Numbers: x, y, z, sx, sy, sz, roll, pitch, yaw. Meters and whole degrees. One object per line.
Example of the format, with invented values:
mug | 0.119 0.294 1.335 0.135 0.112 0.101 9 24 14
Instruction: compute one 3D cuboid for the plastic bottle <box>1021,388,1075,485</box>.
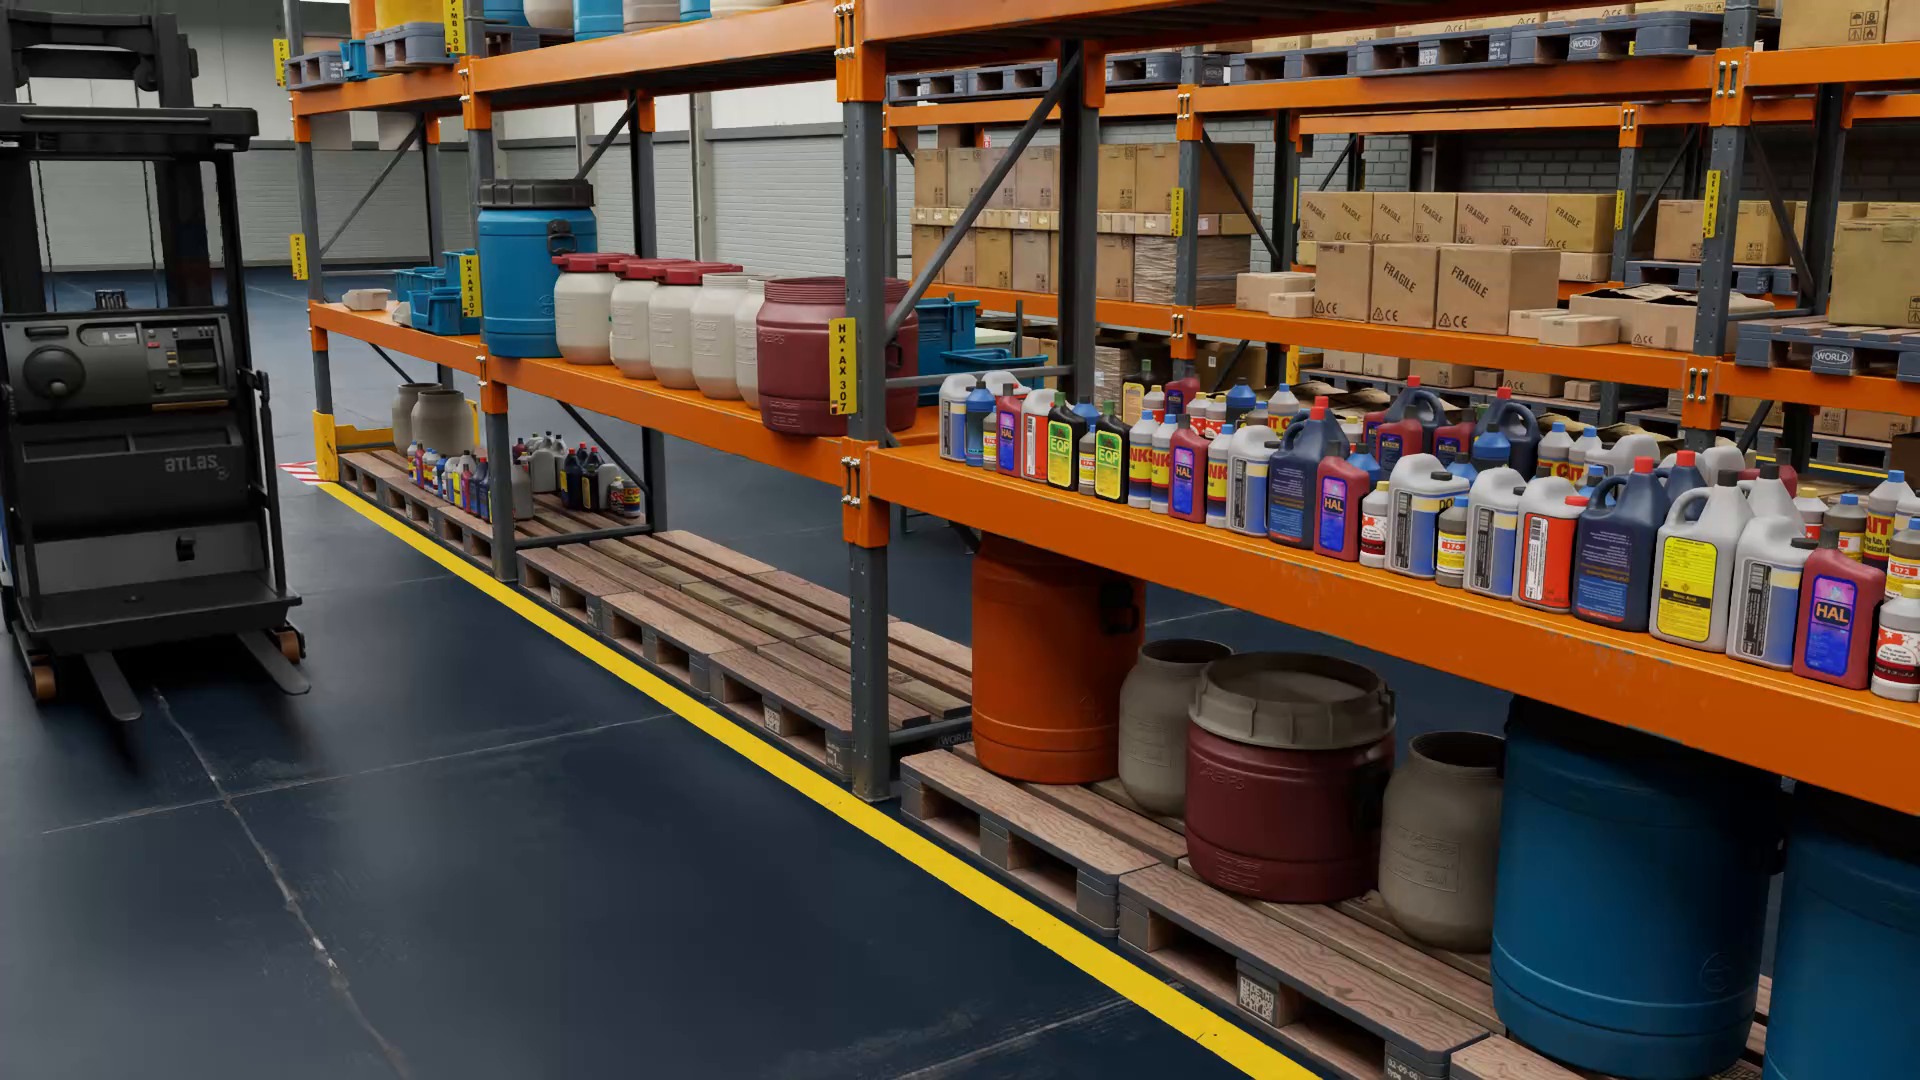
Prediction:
plastic bottle | 0.282 -0.320 5.096 0.152 0.276 0.135 -8 15 -33

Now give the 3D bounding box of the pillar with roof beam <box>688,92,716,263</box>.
pillar with roof beam | -8.578 -8.774 29.420 9.100 9.000 0.400 -8 15 -33

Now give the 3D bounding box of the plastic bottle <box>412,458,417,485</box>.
plastic bottle | -3.575 -0.471 11.016 0.097 0.201 0.097 0 12 0

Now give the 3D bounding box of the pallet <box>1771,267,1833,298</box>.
pallet | 7.172 -2.005 12.956 1.003 0.211 1.213 -8 15 -33

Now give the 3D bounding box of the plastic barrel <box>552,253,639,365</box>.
plastic barrel | -1.813 -1.160 8.327 0.433 0.535 0.433 0 12 0

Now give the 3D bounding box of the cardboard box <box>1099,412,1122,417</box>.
cardboard box | 1.257 -0.884 12.836 0.500 0.250 0.500 -8 15 -33

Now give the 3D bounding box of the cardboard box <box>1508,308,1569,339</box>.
cardboard box | 3.427 -1.261 9.697 0.380 0.149 0.250 -7 14 -29

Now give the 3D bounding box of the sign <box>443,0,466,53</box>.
sign | -2.625 -2.696 8.628 0.100 0.325 0.005 -8 15 -33

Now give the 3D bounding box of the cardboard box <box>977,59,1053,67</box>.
cardboard box | 0.441 -4.047 13.280 0.500 0.500 0.500 -8 15 -33

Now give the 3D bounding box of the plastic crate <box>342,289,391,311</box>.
plastic crate | -4.149 -1.675 11.618 0.298 0.136 0.250 -8 15 -33

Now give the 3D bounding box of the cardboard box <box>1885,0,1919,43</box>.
cardboard box | 4.733 -2.514 7.581 0.910 0.500 0.500 -8 15 -33

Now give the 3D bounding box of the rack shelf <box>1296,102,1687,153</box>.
rack shelf | 4.978 -3.932 15.984 1.077 0.370 4.000 -8 15 -33

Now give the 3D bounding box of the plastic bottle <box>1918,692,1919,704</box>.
plastic bottle | 1.784 0.162 2.891 0.152 0.276 0.135 -8 15 -33

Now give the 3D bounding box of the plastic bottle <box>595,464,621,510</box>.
plastic bottle | -2.174 -0.337 10.227 0.152 0.276 0.135 -7 14 -31

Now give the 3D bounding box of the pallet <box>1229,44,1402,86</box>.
pallet | 2.464 -3.092 10.906 0.805 0.209 1.217 -9 15 -35

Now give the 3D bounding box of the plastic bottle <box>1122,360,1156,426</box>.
plastic bottle | 0.635 -0.500 5.900 0.061 0.283 0.133 -8 15 -33

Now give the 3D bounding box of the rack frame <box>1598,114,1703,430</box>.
rack frame | 6.087 -2.462 14.601 1.000 3.000 0.127 -8 15 -33

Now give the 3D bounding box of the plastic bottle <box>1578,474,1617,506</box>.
plastic bottle | 1.396 -0.009 3.682 0.097 0.271 0.097 0 12 0

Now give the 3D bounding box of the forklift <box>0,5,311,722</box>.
forklift | -3.684 -0.846 7.370 1.130 2.935 3.031 -8 15 -32

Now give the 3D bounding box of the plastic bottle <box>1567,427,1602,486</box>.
plastic bottle | 1.649 -0.161 4.380 0.097 0.271 0.097 0 12 0

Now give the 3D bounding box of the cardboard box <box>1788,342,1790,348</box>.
cardboard box | 6.755 -1.616 13.795 0.500 0.250 0.500 -8 15 -34

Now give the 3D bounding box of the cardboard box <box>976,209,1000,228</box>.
cardboard box | 0.360 -2.674 13.815 0.380 0.149 0.250 -9 15 -35

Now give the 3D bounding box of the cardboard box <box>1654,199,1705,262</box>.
cardboard box | 6.340 -2.632 14.111 0.700 0.500 0.500 -8 15 -33

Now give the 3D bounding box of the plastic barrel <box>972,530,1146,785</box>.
plastic barrel | 0.340 0.362 5.784 0.600 0.830 0.708 -8 15 -33

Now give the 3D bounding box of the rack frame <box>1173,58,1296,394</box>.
rack frame | 1.965 -1.875 11.917 1.000 3.000 0.127 -8 15 -33

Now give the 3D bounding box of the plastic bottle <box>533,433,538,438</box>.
plastic bottle | -2.915 -0.596 11.393 0.061 0.283 0.133 -8 14 -31

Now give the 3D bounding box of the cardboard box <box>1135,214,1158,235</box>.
cardboard box | 1.500 -2.308 12.144 0.380 0.149 0.250 -8 15 -34

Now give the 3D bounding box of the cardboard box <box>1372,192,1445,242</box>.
cardboard box | 4.431 -3.174 16.406 0.500 0.500 0.500 -9 15 -35

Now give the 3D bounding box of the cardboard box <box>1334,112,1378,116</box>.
cardboard box | 4.115 -4.509 16.657 0.500 0.500 0.500 -7 14 -29

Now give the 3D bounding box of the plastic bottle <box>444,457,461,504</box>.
plastic bottle | -3.130 -0.376 10.403 0.152 0.276 0.135 -8 15 -32

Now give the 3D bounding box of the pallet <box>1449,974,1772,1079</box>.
pallet | 1.879 1.353 3.680 1.003 0.211 1.213 -8 15 -33

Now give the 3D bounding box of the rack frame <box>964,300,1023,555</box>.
rack frame | 0.199 -0.669 9.909 0.400 1.500 0.023 -8 15 -33

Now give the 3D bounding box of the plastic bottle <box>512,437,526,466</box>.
plastic bottle | -2.966 -0.554 11.201 0.061 0.283 0.133 -8 15 -33

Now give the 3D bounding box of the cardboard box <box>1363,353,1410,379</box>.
cardboard box | 4.495 -1.840 17.019 0.500 0.311 0.500 -7 14 -28

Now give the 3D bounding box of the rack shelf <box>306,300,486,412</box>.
rack shelf | -3.269 -1.294 10.942 1.077 0.370 4.000 -8 15 -33

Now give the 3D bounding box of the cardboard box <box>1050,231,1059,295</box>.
cardboard box | 1.141 -2.185 13.099 0.700 0.500 0.500 -8 15 -32

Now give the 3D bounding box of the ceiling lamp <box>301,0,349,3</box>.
ceiling lamp | -13.632 -12.995 35.059 2.000 3.185 0.800 -8 15 -33

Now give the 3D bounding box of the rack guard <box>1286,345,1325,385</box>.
rack guard | 3.912 -1.939 18.059 1.175 0.500 0.348 -8 15 -33

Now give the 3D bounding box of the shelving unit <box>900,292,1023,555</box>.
shelving unit | -0.004 -0.734 10.207 0.431 1.500 0.755 -8 15 -33

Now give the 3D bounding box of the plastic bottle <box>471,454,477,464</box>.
plastic bottle | -3.041 -0.392 10.461 0.061 0.283 0.133 -8 15 -33

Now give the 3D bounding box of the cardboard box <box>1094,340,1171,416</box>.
cardboard box | 1.258 -1.251 12.757 0.500 0.500 0.500 -8 15 -33

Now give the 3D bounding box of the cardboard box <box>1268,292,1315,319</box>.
cardboard box | 2.285 -1.571 11.112 0.380 0.149 0.250 -8 15 -33

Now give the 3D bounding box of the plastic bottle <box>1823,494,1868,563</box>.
plastic bottle | 2.034 -0.004 3.822 0.097 0.201 0.097 0 12 0

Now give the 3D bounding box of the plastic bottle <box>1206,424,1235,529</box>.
plastic bottle | 0.707 -0.171 4.424 0.097 0.271 0.097 0 12 0

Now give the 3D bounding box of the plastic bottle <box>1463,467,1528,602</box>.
plastic bottle | 1.228 -0.017 3.708 0.152 0.276 0.135 -8 15 -33

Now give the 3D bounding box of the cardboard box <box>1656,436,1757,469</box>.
cardboard box | 4.135 -0.428 9.437 0.500 0.311 0.500 -8 14 -31

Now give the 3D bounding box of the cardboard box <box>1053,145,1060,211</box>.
cardboard box | 1.156 -2.815 12.943 0.700 0.500 0.500 -8 15 -33

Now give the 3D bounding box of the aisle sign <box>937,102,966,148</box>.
aisle sign | -0.043 -3.903 15.104 0.394 0.787 0.004 -8 15 -33

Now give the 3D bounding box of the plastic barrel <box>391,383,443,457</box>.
plastic barrel | -3.949 -0.883 12.219 0.421 0.512 0.421 0 12 0

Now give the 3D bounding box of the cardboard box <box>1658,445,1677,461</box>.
cardboard box | 3.686 -0.364 9.145 0.500 0.311 0.500 -8 14 -31
